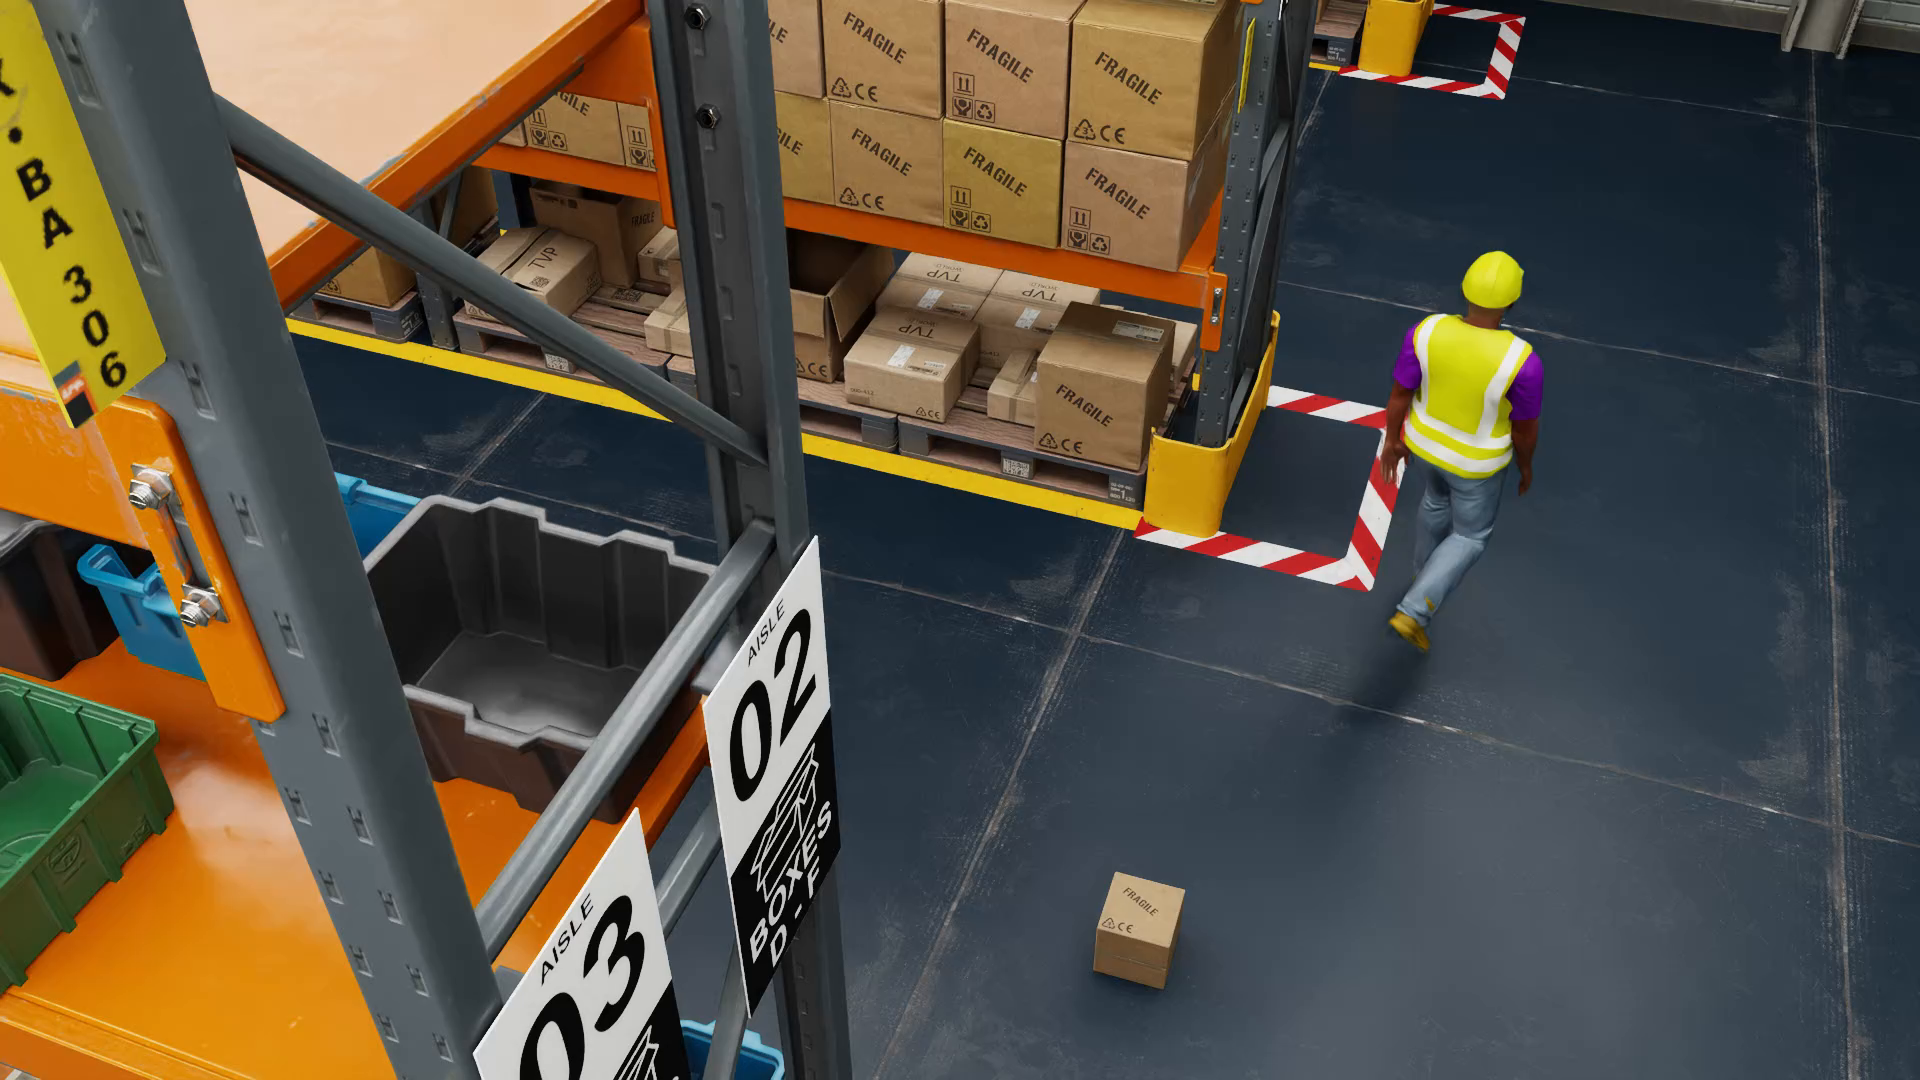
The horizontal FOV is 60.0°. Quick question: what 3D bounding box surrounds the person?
[{"bbox_3d":[-6.153,-0.926,7.180,13.641,1.730,10.569,31,50,31],"label":"person"}]
